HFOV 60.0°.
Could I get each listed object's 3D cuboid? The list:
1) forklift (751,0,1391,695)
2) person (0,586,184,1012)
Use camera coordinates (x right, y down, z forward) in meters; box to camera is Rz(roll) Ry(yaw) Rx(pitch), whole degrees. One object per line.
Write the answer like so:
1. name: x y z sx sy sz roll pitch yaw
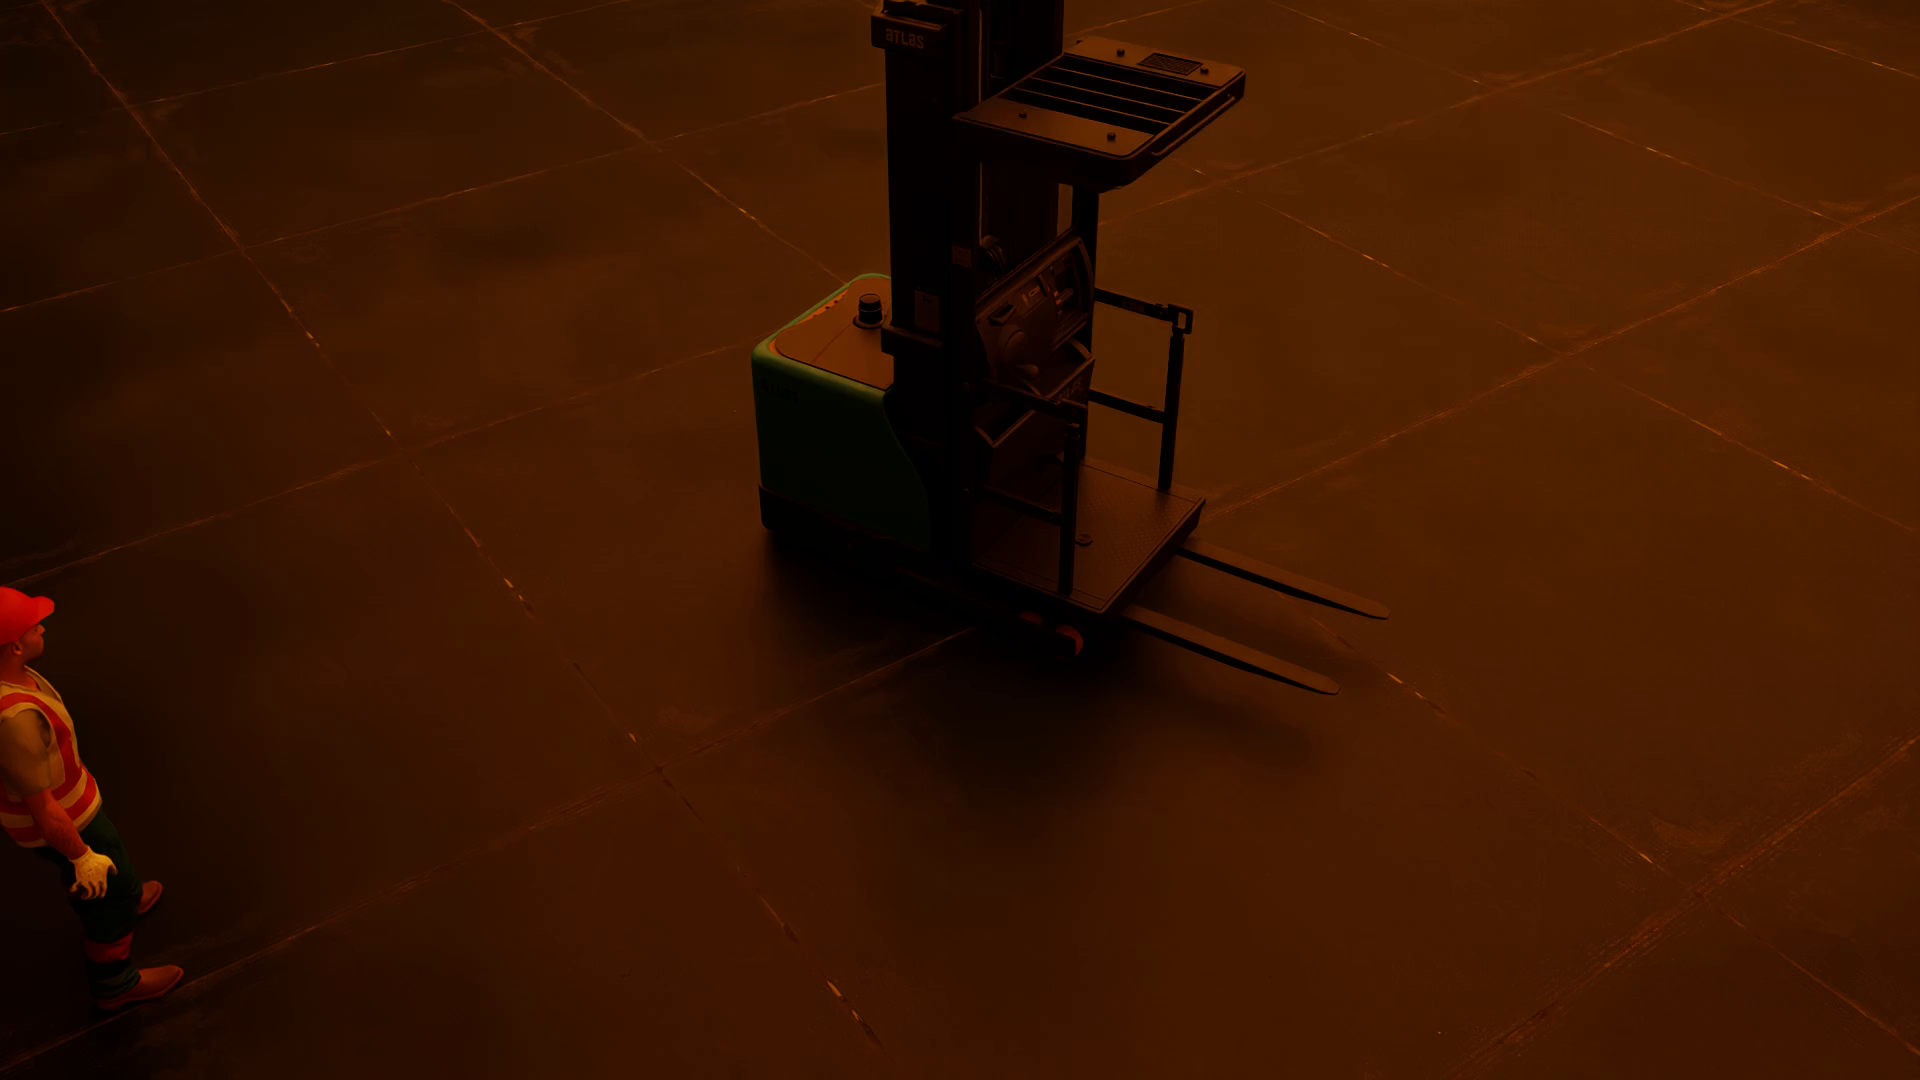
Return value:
1. forklift: 0.514 -0.985 7.276 3.031 2.935 1.130 21 41 26
2. person: -3.082 0.893 5.722 0.419 1.763 0.771 -28 45 -32
